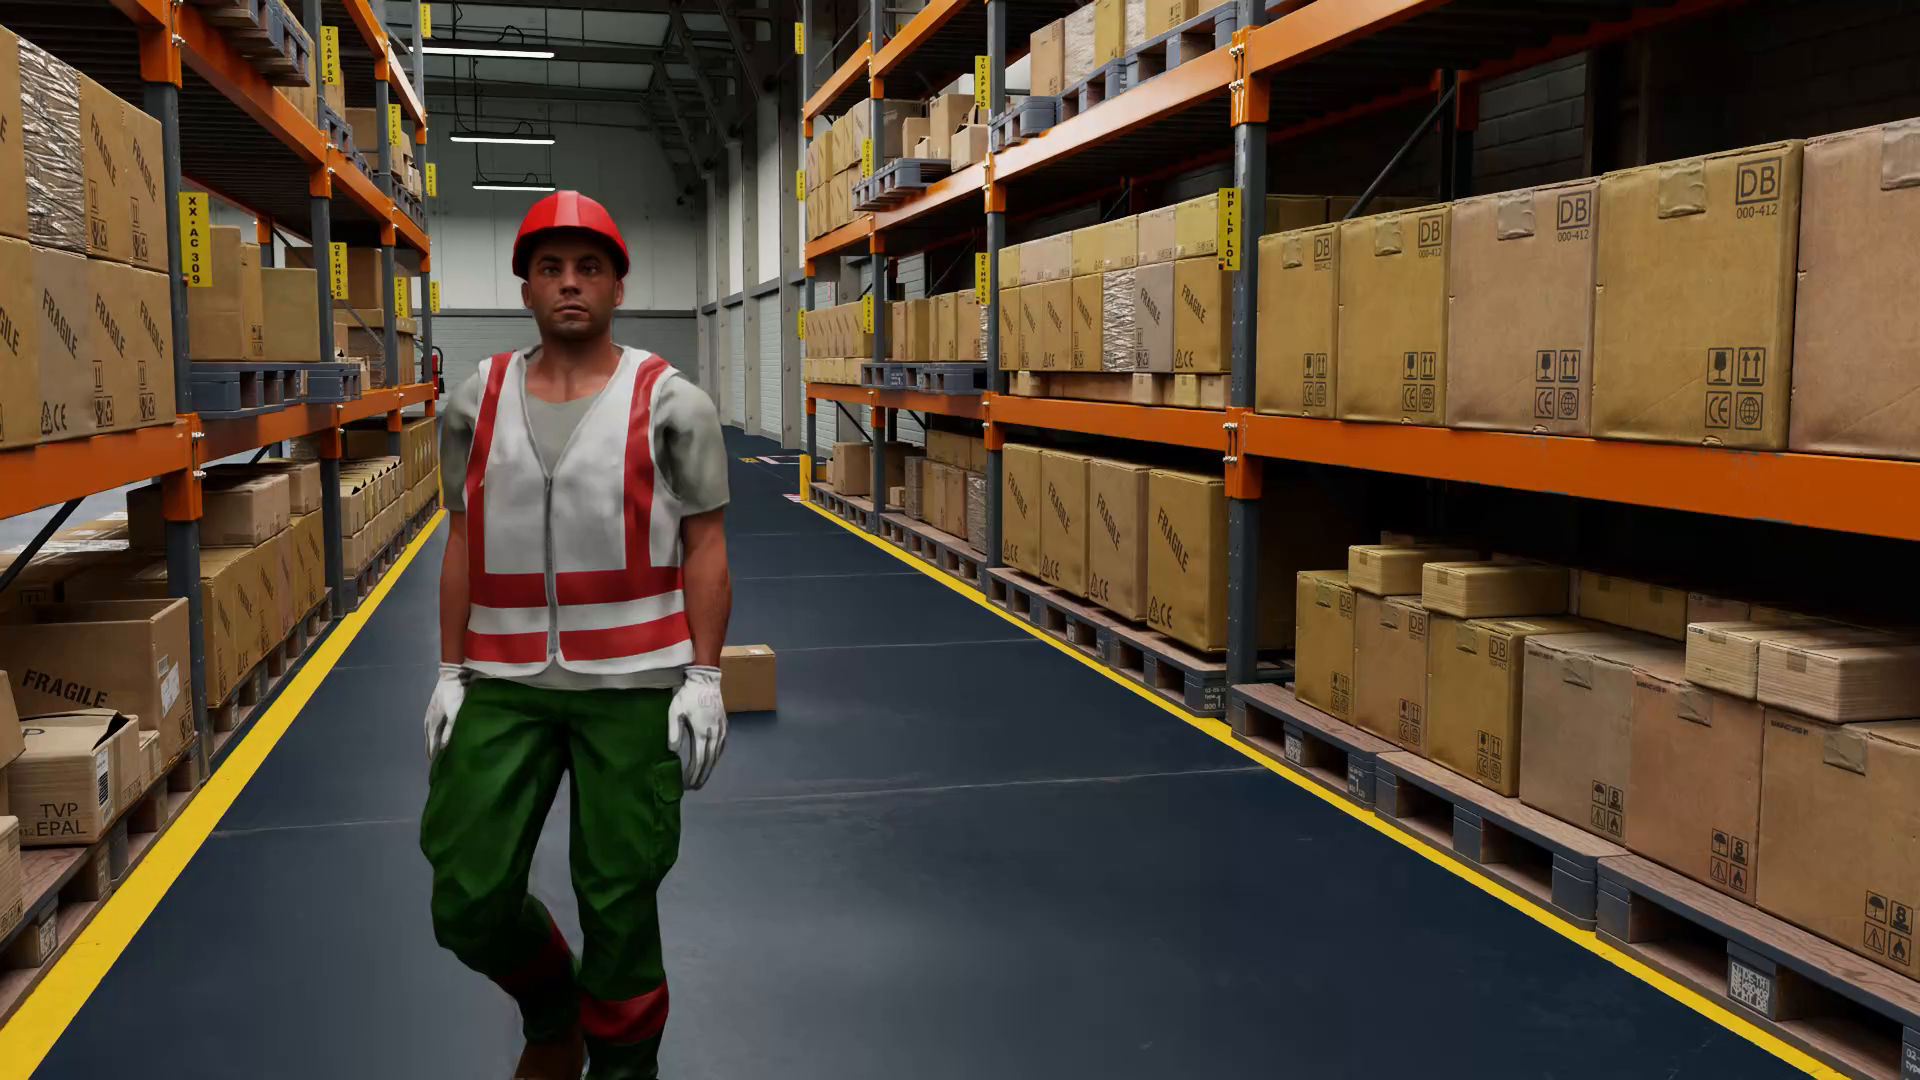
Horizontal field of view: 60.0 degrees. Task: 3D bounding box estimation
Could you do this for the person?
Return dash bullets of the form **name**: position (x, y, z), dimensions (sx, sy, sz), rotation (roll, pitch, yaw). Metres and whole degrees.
- **person**: position (-0.699, 0.269, 2.990), dimensions (0.567, 1.778, 0.496), rotation (0, 6, 2)
